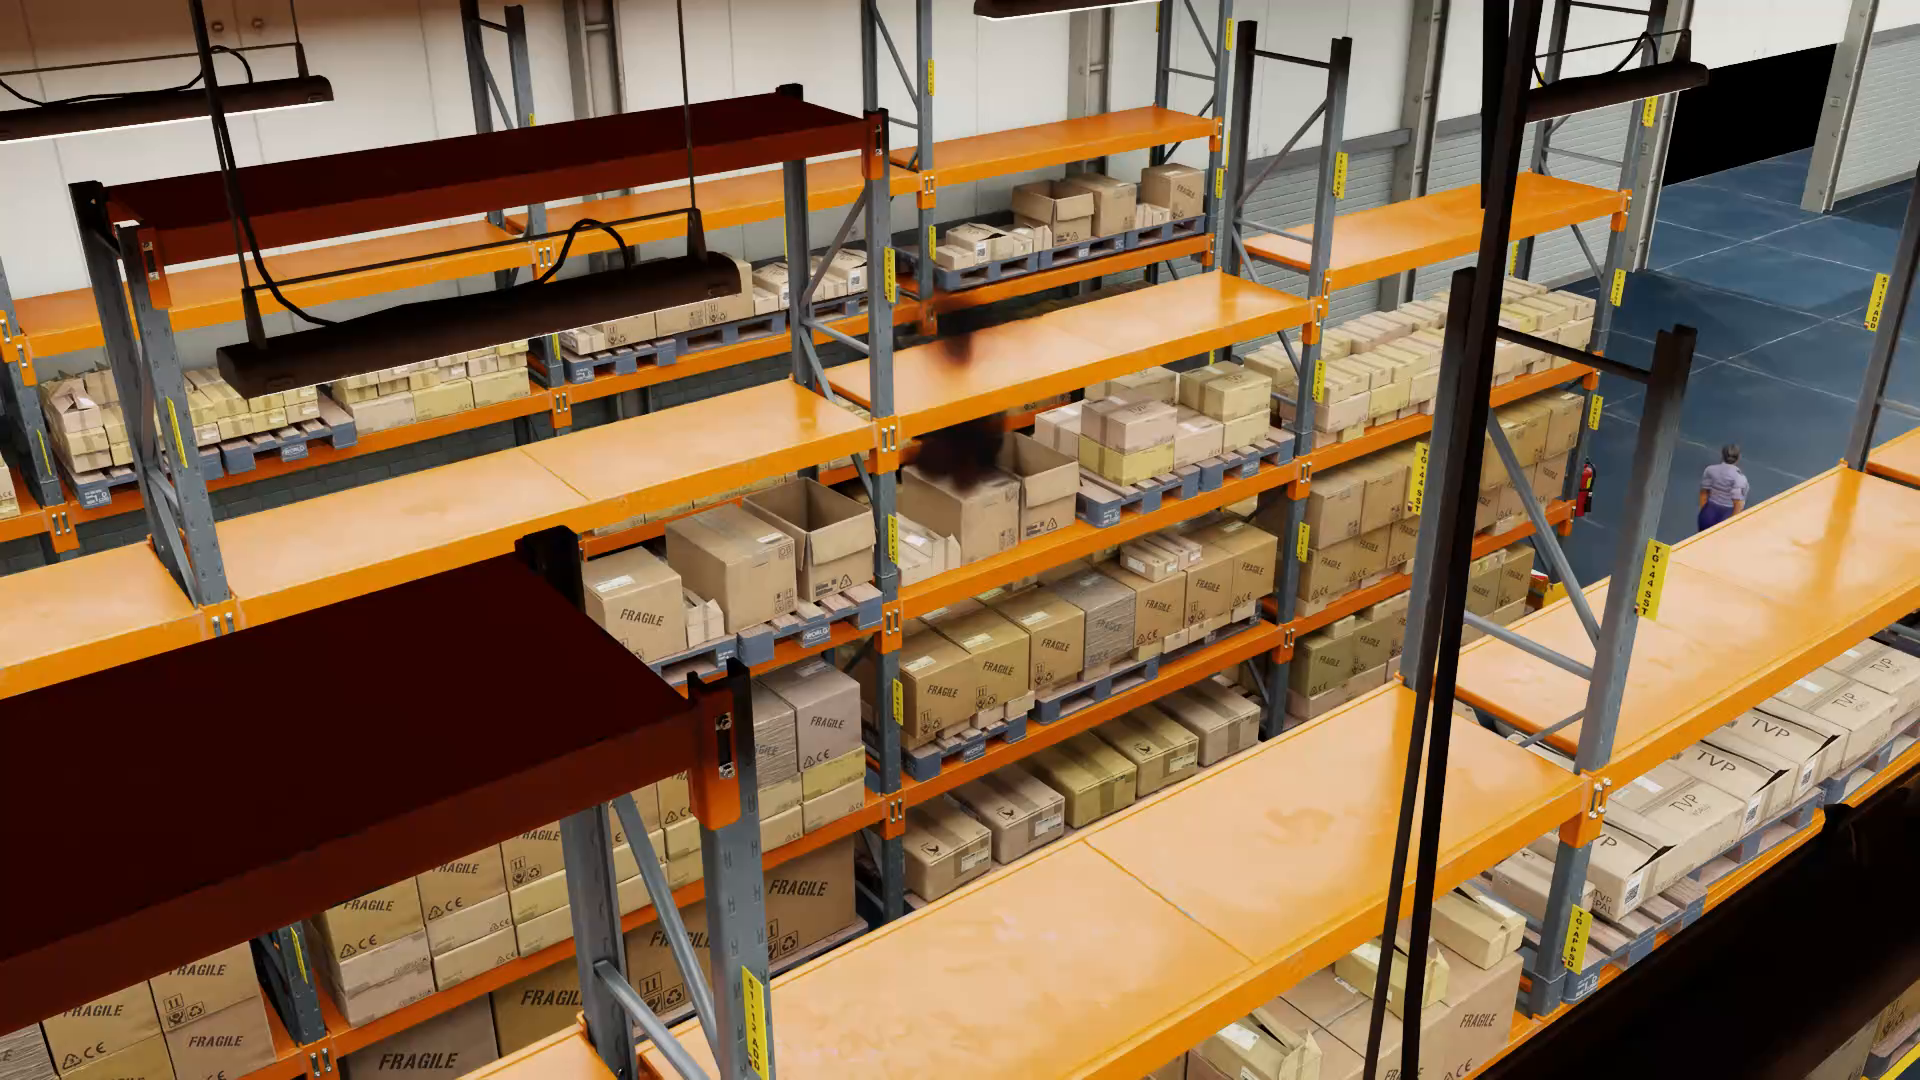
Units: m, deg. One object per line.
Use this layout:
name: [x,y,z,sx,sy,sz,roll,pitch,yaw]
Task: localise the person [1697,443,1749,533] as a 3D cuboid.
person: [7.601,-0.169,16.585,0.461,1.631,0.616,-19,32,-34]
